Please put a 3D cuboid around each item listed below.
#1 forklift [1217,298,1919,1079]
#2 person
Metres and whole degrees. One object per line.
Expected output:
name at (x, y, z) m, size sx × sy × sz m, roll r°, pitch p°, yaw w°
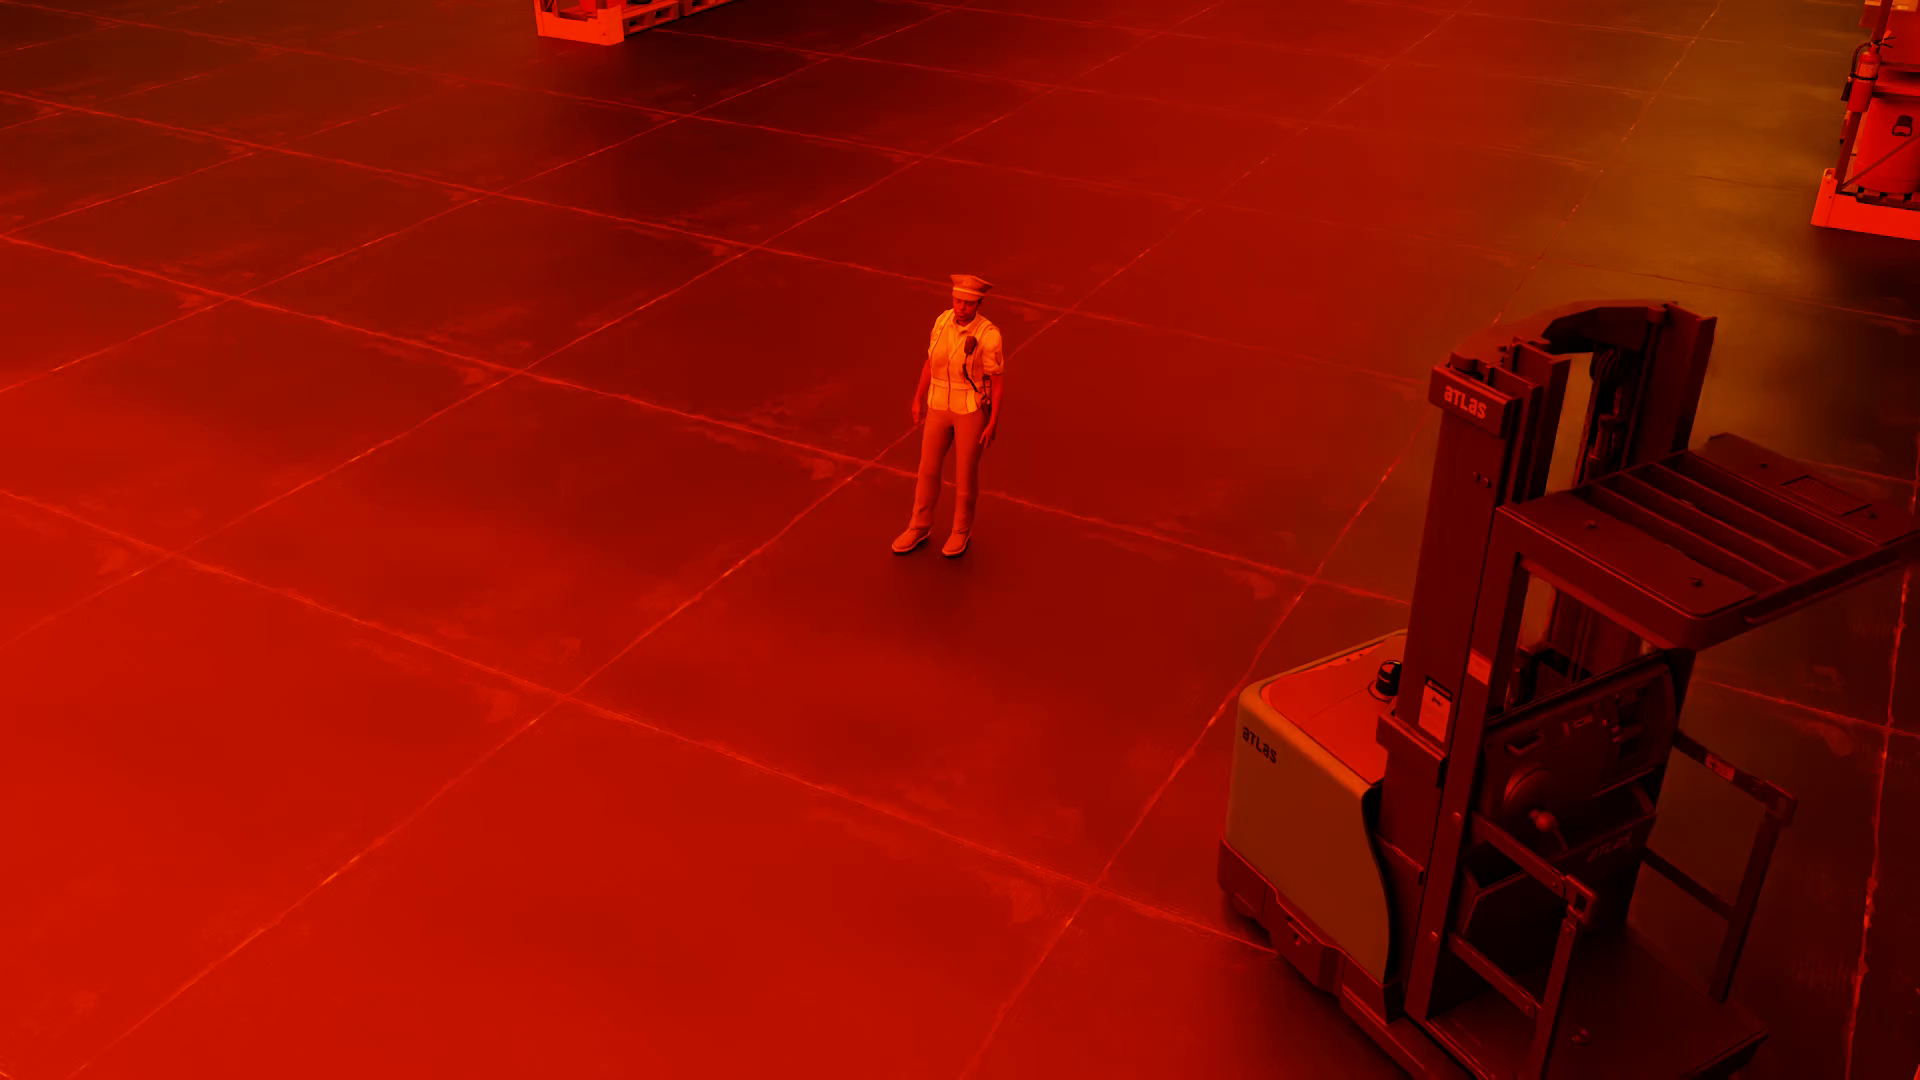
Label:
forklift at (2.299, 0.783, 5.715) m, size 1.130 × 2.935 × 3.031 m, roll -16°, pitch 34°, yaw -26°
person at (-0.054, -0.712, 9.527) m, size 0.569 × 1.695 × 0.528 m, roll 15°, pitch 33°, yaw 25°
